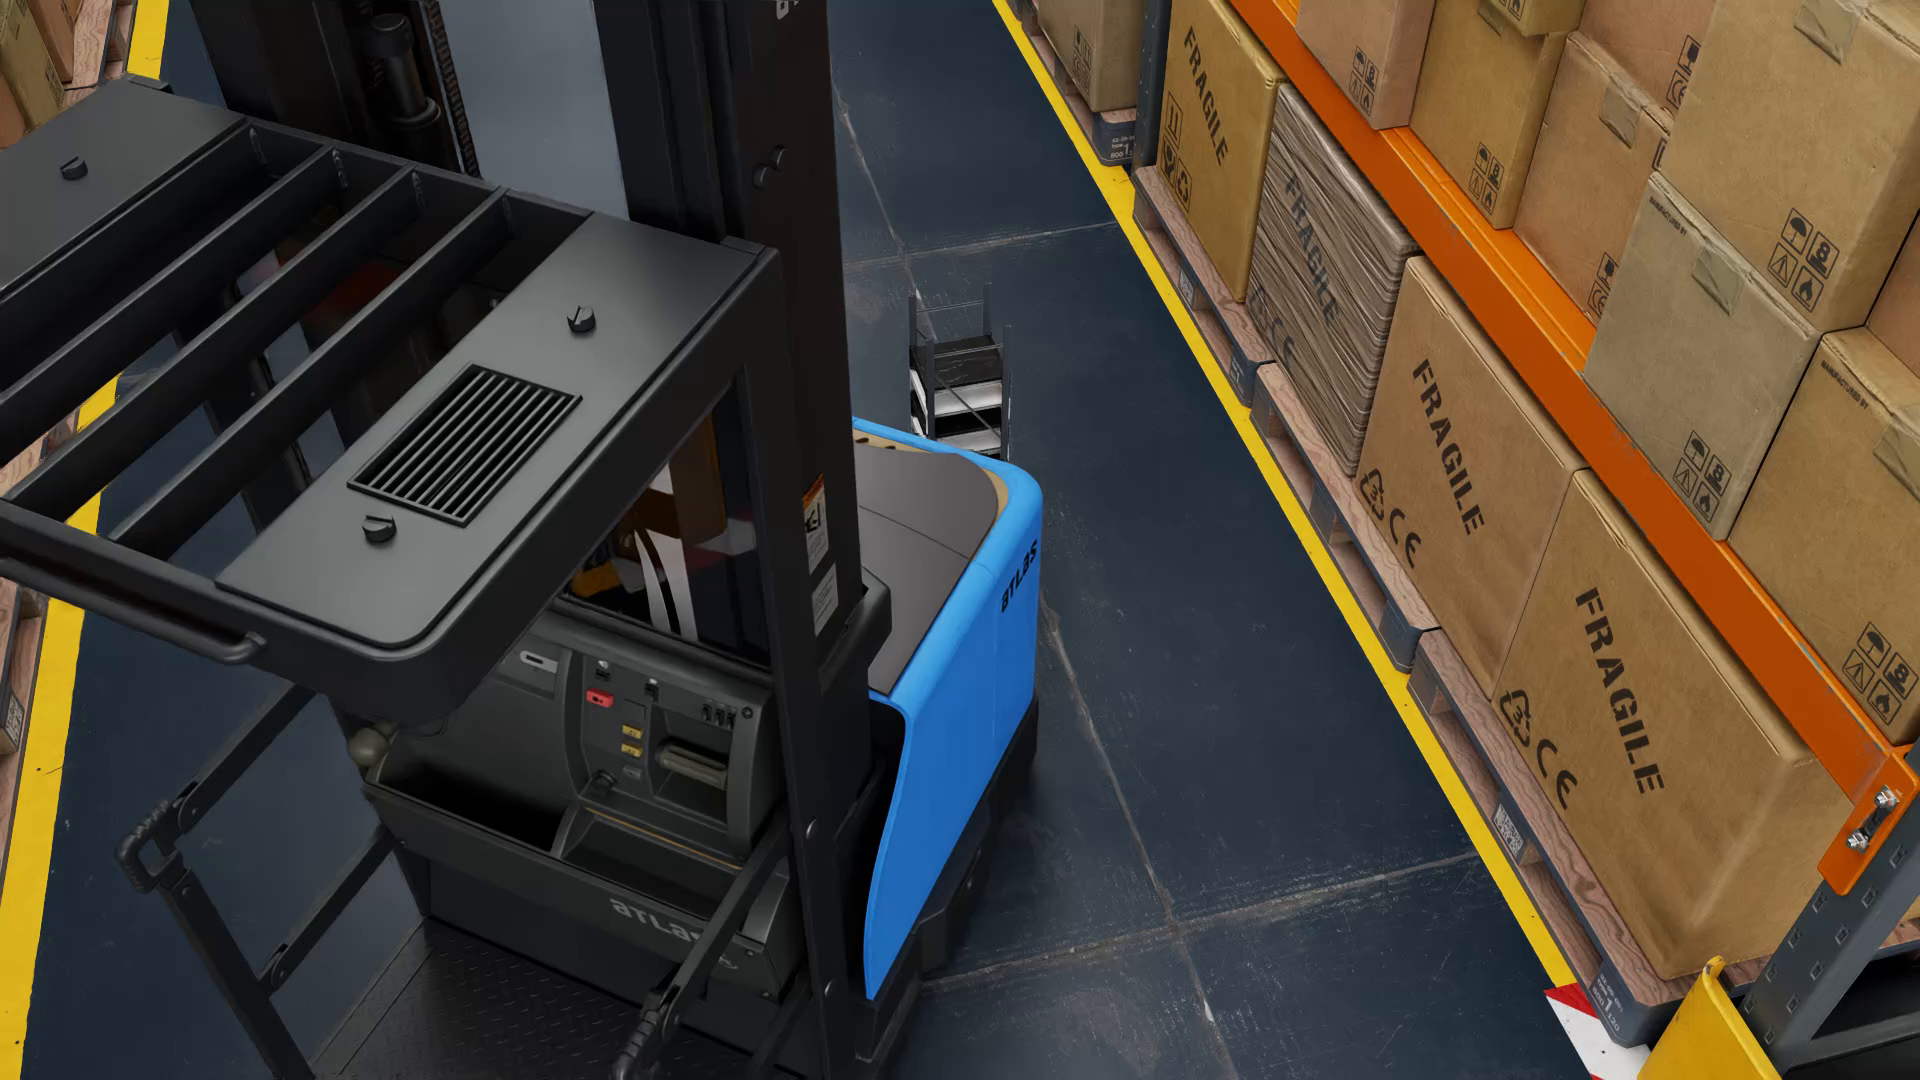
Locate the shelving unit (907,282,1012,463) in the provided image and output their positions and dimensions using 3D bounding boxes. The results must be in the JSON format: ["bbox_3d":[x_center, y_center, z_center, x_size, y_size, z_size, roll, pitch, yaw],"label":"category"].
[{"bbox_3d":[-0.002,-0.321,4.934,0.258,0.900,0.210,-11,47,-10],"label":"shelving unit"}]

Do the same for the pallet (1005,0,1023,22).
[{"bbox_3d":[0.594,-2.926,7.970,1.003,0.211,1.213,-11,47,-10],"label":"pallet"}]

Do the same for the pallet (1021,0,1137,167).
[{"bbox_3d":[0.909,-2.083,7.143,1.003,0.211,1.213,-11,47,-10],"label":"pallet"}]

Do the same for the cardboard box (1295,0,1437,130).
[{"bbox_3d":[1.473,-1.570,4.583,0.875,0.550,0.550,-11,47,-10],"label":"cardboard box"}]

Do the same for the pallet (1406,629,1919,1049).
[{"bbox_3d":[1.924,0.660,4.455,1.003,0.211,1.213,-11,47,-10],"label":"pallet"}]

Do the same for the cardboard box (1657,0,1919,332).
[{"bbox_3d":[1.916,-0.835,3.107,0.875,0.550,0.550,-11,47,-10],"label":"cardboard box"}]

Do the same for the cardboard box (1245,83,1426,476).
[{"bbox_3d":[1.508,-0.874,5.200,0.875,0.875,0.875,-10,46,-10],"label":"cardboard box"}]

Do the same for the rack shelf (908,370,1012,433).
[{"bbox_3d":[-0.002,-0.423,4.829,0.258,0.077,0.200,-11,47,-10],"label":"rack shelf"}]

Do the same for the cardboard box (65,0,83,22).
[{"bbox_3d":[-4.168,-2.514,7.055,0.700,0.500,0.500,-7,46,-7],"label":"cardboard box"}]

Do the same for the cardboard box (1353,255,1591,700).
[{"bbox_3d":[1.739,-0.244,4.583,0.875,0.875,0.875,-11,47,-11],"label":"cardboard box"}]

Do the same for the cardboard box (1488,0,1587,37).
[{"bbox_3d":[1.643,-1.588,3.845,0.875,0.550,0.500,-11,47,-10],"label":"cardboard box"}]

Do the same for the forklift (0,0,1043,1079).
[{"bbox_3d":[-0.850,0.389,2.817,1.130,2.935,3.031,18,48,17],"label":"forklift"}]

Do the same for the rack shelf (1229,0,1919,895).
[{"bbox_3d":[1.692,-0.907,4.542,1.077,0.370,4.000,-11,47,-10],"label":"rack shelf"}]

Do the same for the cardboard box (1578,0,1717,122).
[{"bbox_3d":[1.904,-1.246,3.510,0.875,0.550,0.550,-11,47,-10],"label":"cardboard box"}]

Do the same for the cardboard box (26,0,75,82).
[{"bbox_3d":[-4.025,-2.128,6.678,0.700,0.500,0.500,-14,47,-14],"label":"cardboard box"}]

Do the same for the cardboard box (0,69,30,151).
[{"bbox_3d":[-3.777,-1.409,5.973,0.700,0.500,0.500,-14,47,-13],"label":"cardboard box"}]

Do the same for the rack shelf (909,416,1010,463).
[{"bbox_3d":[-0.002,-0.297,4.958,0.258,0.077,0.200,-11,47,-10],"label":"rack shelf"}]

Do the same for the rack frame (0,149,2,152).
[{"bbox_3d":[-3.641,-1.703,4.818,1.000,3.000,0.127,-11,47,-10],"label":"rack frame"}]

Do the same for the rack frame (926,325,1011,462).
[{"bbox_3d":[0.024,-0.250,4.865,0.240,0.900,0.006,-11,47,-10],"label":"rack frame"}]

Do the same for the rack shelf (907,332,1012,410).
[{"bbox_3d":[-0.002,-0.486,4.765,0.258,0.077,0.200,-11,47,-10],"label":"rack shelf"}]

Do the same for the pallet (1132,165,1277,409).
[{"bbox_3d":[1.299,-1.024,6.106,1.003,0.211,1.213,-11,47,-10],"label":"pallet"}]

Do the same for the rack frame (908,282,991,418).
[{"bbox_3d":[-0.028,-0.391,5.003,0.240,0.900,0.006,-11,47,-10],"label":"rack frame"}]

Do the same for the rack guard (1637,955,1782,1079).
[{"bbox_3d":[2.210,1.114,3.809,1.175,0.500,0.348,-11,47,-10],"label":"rack guard"}]

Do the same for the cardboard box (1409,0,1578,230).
[{"bbox_3d":[1.706,-1.222,4.242,0.875,0.550,0.500,-11,47,-10],"label":"cardboard box"}]

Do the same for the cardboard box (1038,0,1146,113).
[{"bbox_3d":[0.934,-2.311,6.696,1.050,0.750,0.750,-11,47,-11],"label":"cardboard box"}]

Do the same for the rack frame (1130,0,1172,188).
[{"bbox_3d":[1.180,-2.540,5.639,1.000,3.000,0.127,-11,47,-10],"label":"rack frame"}]

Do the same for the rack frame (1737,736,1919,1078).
[{"bbox_3d":[2.201,0.223,2.932,0.949,2.616,0.053,-11,47,-10],"label":"rack frame"}]

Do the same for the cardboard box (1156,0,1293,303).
[{"bbox_3d":[1.273,-1.496,5.809,0.875,0.875,0.875,-10,46,-10],"label":"cardboard box"}]

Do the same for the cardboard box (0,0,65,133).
[{"bbox_3d":[-3.881,-1.742,6.299,0.700,0.500,0.500,-11,47,-11],"label":"cardboard box"}]

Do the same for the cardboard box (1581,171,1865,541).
[{"bbox_3d":[1.903,-0.454,3.490,0.875,0.550,0.550,-11,47,-10],"label":"cardboard box"}]

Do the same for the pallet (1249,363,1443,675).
[{"bbox_3d":[1.615,-0.180,5.279,1.003,0.211,1.213,-11,47,-10],"label":"pallet"}]

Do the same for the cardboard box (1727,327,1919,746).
[{"bbox_3d":[2.065,-0.078,3.122,0.875,0.550,0.550,-11,47,-10],"label":"cardboard box"}]

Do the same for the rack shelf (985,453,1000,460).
[{"bbox_3d":[-0.002,-0.234,5.022,0.258,0.077,0.200,-11,47,-10],"label":"rack shelf"}]

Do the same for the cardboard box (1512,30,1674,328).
[{"bbox_3d":[1.881,-0.864,3.891,0.875,0.550,0.550,-11,47,-10],"label":"cardboard box"}]

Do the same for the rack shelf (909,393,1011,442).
[{"bbox_3d":[-0.002,-0.360,4.894,0.258,0.077,0.200,-11,47,-10],"label":"rack shelf"}]

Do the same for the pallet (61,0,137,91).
[{"bbox_3d":[-4.157,-2.108,7.168,1.003,0.211,1.213,-11,47,-10],"label":"pallet"}]

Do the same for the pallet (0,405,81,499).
[{"bbox_3d":[-3.435,-0.269,5.366,1.003,0.211,1.213,-11,47,-10],"label":"pallet"}]

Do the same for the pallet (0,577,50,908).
[{"bbox_3d":[-3.119,0.575,4.539,1.003,0.211,1.213,-11,47,-10],"label":"pallet"}]

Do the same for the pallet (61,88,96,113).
[{"bbox_3d":[-3.841,-1.264,6.341,1.003,0.211,1.213,-11,47,-10],"label":"pallet"}]

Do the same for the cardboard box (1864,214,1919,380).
[{"bbox_3d":[2.146,-0.472,2.751,0.875,0.550,0.550,-11,47,-10],"label":"cardboard box"}]

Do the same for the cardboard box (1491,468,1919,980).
[{"bbox_3d":[1.966,0.363,3.988,0.875,0.875,0.875,-10,47,-10],"label":"cardboard box"}]
